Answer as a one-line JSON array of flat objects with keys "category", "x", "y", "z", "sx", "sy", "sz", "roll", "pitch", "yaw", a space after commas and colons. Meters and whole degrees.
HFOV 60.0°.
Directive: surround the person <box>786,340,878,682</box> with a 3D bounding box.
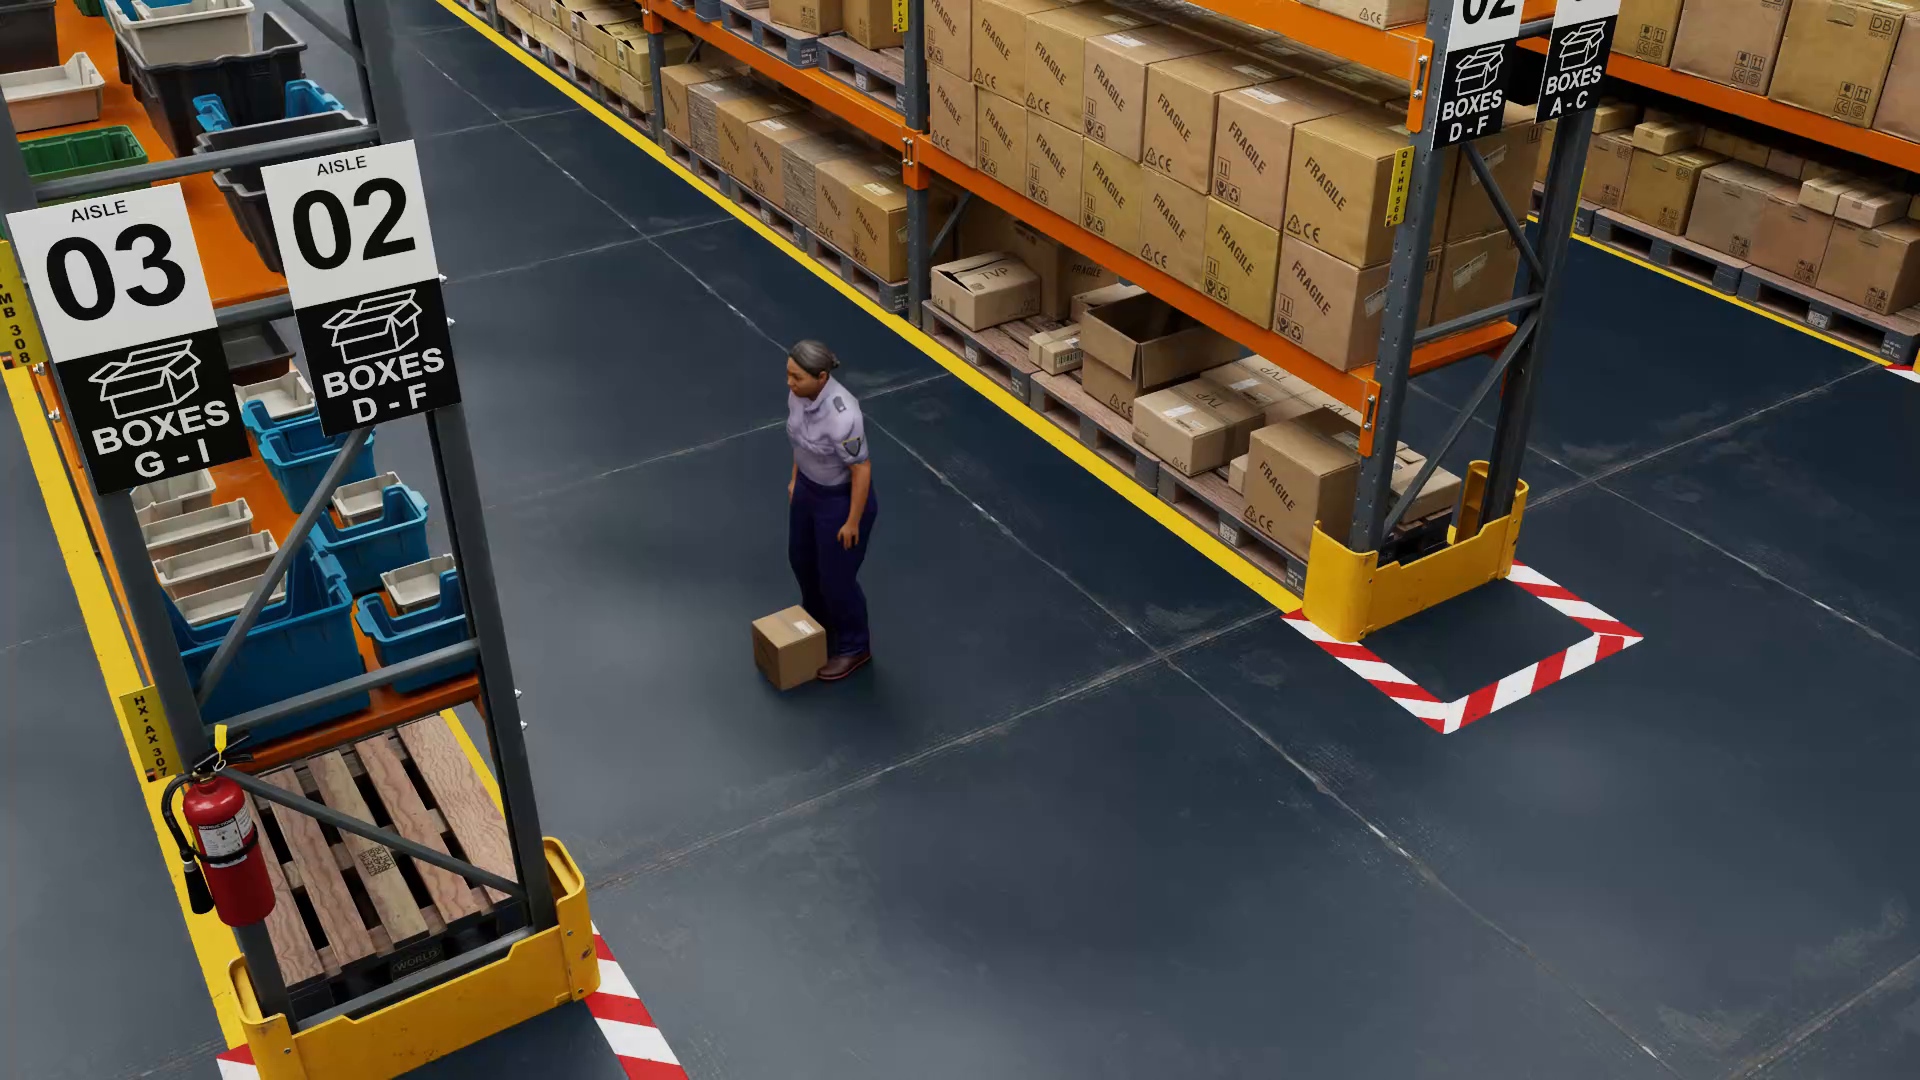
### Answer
[{"category": "person", "x": -0.593, "y": -0.169, "z": 7.409, "sx": 0.368, "sy": 1.650, "sz": 0.546, "roll": -21, "pitch": 38, "yaw": -29}]
